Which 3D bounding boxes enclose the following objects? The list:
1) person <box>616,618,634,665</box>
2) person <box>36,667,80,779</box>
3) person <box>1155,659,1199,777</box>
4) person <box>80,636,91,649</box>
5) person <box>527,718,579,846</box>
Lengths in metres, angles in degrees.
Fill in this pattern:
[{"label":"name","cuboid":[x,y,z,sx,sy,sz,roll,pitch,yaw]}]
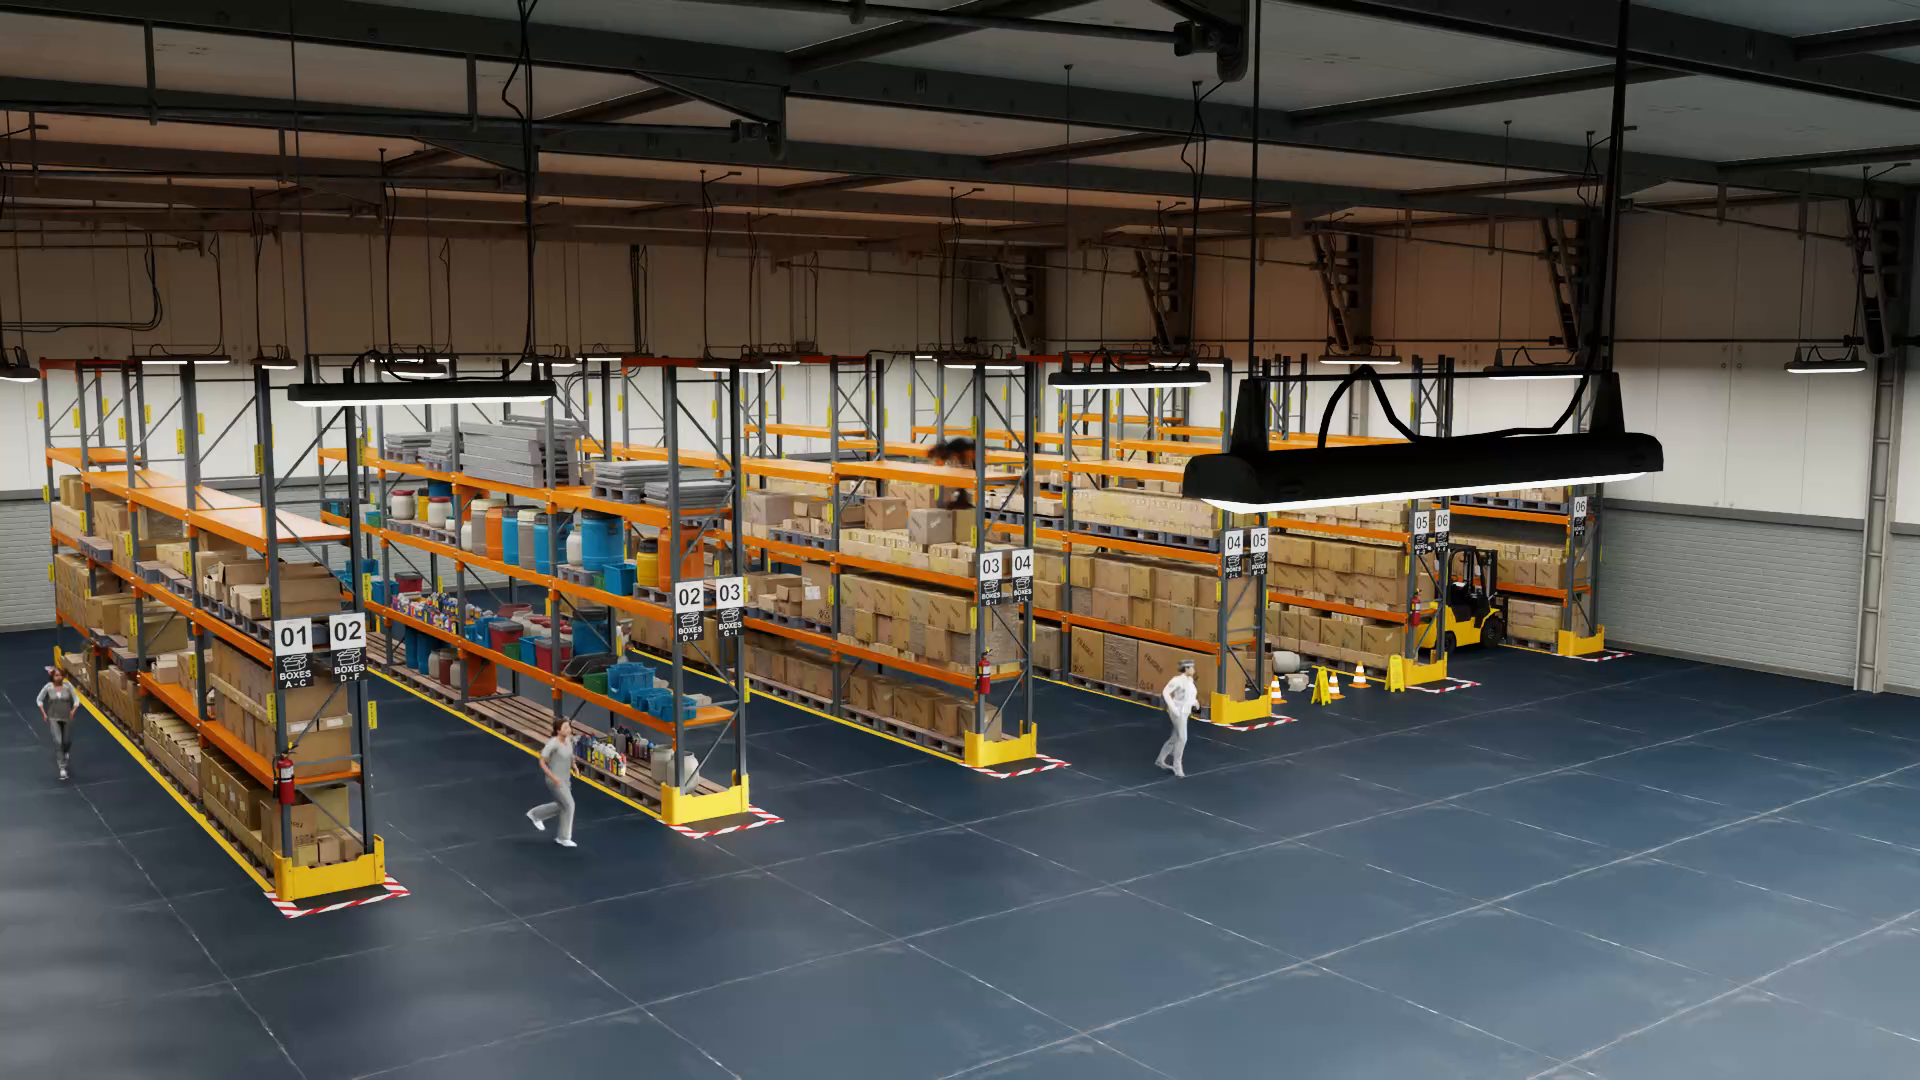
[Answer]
[{"label":"person","cuboid":[-6.075,2.084,29.446,1.022,1.458,0.675,5,8,33]},{"label":"person","cuboid":[-13.174,2.638,24.324,0.557,1.604,0.800,-4,8,-33]},{"label":"person","cuboid":[3.223,2.602,24.520,0.599,1.705,0.726,4,8,32]},{"label":"person","cuboid":[-17.440,1.416,33.678,0.854,1.814,0.679,0,7,-1]},{"label":"person","cuboid":[-5.153,3.037,20.932,0.704,1.670,0.588,3,7,21]}]
